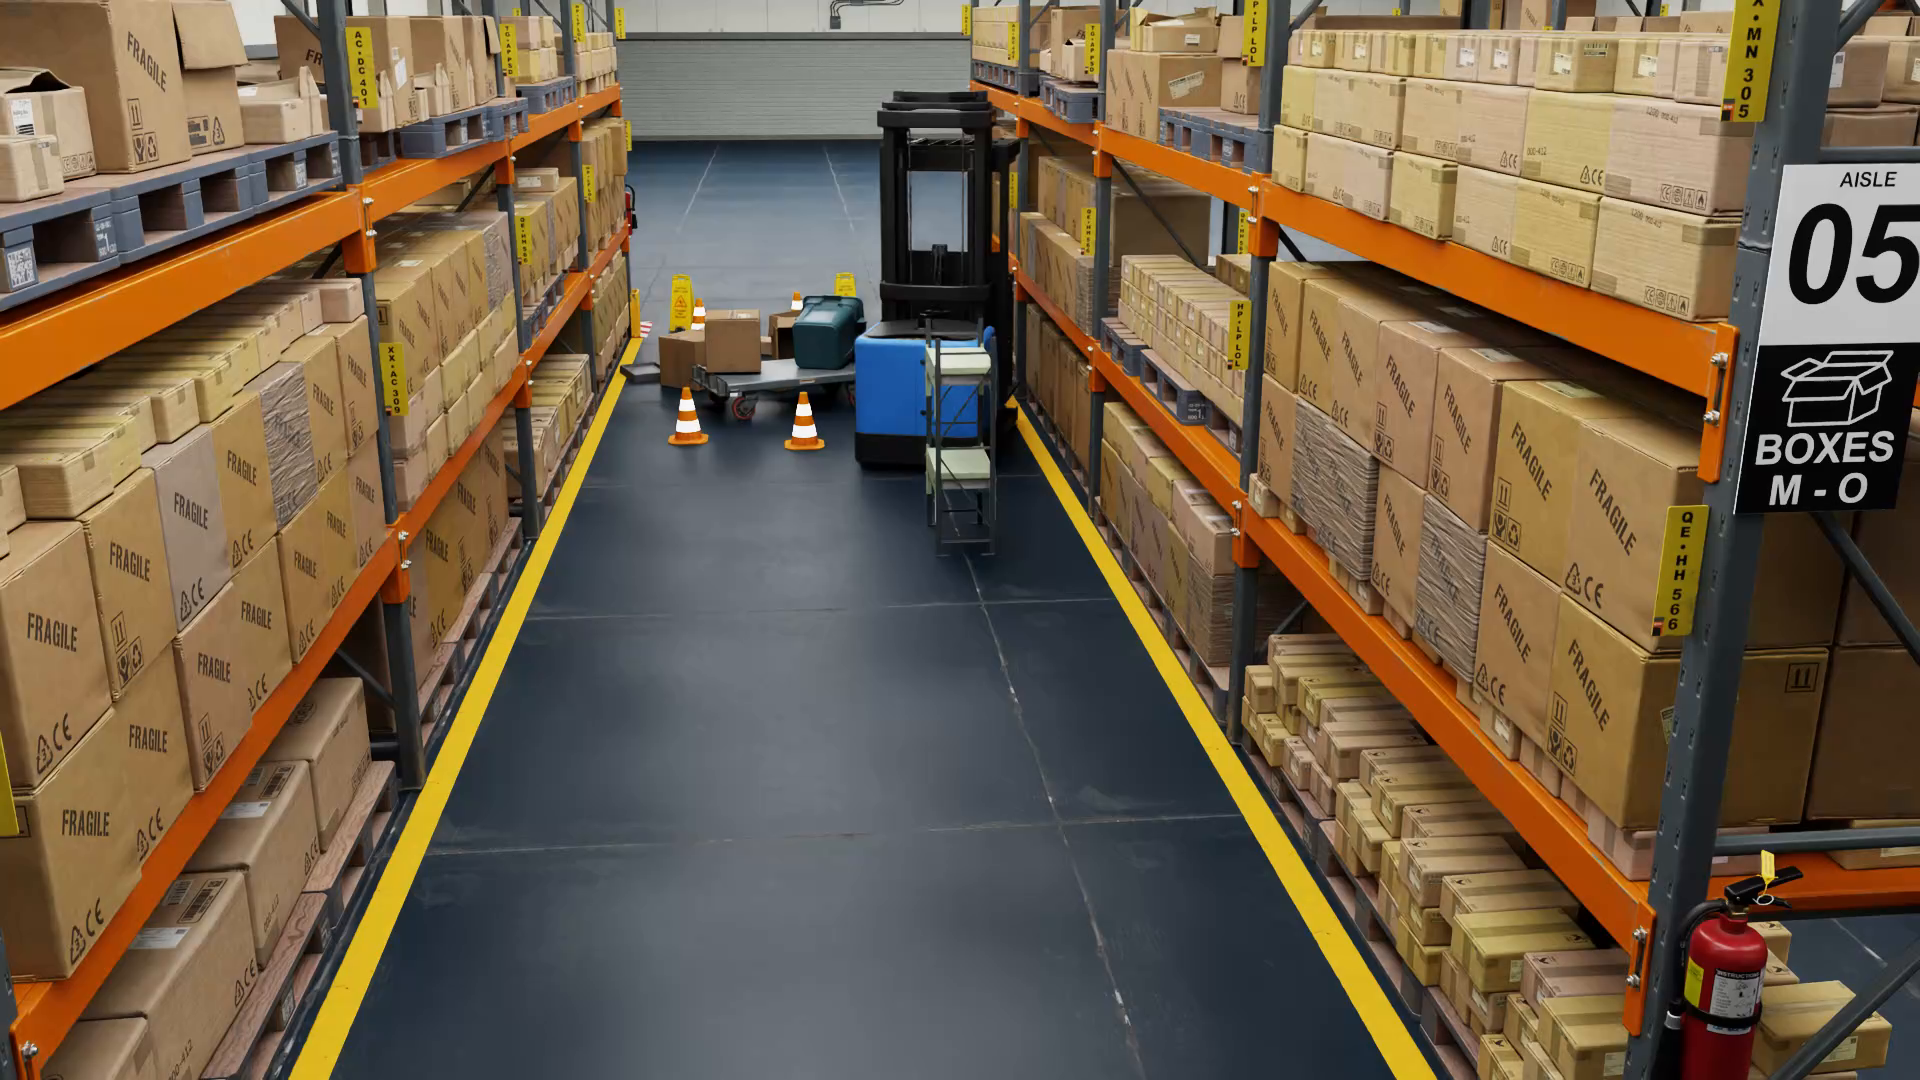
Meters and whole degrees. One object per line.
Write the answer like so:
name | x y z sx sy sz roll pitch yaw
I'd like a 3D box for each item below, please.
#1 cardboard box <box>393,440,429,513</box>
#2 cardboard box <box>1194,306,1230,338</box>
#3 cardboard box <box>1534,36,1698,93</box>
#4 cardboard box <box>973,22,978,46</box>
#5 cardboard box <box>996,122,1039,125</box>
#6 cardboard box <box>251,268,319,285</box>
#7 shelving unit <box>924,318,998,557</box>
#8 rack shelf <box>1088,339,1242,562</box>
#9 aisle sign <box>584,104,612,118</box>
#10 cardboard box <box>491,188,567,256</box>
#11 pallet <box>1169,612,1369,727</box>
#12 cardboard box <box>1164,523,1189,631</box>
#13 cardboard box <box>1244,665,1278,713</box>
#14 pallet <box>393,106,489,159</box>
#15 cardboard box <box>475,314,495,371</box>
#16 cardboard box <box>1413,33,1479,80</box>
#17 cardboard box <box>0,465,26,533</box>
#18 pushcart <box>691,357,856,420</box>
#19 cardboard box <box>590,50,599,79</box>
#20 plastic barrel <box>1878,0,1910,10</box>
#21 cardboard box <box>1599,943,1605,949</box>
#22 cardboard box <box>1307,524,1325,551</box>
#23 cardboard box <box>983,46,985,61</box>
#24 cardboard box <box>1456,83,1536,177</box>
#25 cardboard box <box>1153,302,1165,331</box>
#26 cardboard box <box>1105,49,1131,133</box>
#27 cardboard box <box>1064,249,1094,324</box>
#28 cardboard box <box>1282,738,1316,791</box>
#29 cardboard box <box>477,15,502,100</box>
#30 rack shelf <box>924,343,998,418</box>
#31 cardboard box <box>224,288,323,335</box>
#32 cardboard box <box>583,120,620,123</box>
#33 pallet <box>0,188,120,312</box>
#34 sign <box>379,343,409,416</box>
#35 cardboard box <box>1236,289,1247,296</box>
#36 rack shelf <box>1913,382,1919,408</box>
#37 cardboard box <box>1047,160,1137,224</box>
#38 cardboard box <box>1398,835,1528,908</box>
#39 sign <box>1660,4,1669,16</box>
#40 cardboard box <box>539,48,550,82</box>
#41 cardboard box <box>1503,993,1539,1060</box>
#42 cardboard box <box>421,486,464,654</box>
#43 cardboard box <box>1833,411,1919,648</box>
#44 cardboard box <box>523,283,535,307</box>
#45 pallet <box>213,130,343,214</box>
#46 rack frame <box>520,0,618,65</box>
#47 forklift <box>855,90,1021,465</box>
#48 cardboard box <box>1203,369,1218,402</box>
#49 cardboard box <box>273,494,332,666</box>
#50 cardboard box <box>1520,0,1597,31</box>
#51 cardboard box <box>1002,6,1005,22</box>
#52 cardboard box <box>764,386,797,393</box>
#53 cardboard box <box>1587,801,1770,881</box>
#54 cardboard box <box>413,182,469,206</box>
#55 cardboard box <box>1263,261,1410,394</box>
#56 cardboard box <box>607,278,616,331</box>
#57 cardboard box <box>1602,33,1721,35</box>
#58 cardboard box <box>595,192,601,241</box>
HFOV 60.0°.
cardboard box | -2.837 -0.309 7.904 0.500 0.250 0.500 -2 18 -7
cardboard box | 1.521 -1.211 9.252 0.380 0.149 0.250 -2 18 -7
cardboard box | 1.855 -1.339 4.677 0.380 0.149 0.250 -2 17 -5
cardboard box | 0.416 -5.597 18.377 0.500 0.250 0.500 -2 18 -6
cardboard box | 0.770 -4.314 18.356 0.875 0.550 0.550 -2 18 -6
cardboard box | -3.410 -1.045 8.163 0.500 0.500 0.500 -1 17 -5
shelving unit | -0.001 -0.718 11.459 0.431 1.500 0.755 -2 18 -6
rack shelf | 1.653 -0.677 10.027 1.077 0.370 4.000 -2 18 -6
aisle sign | -4.009 -5.084 18.524 0.394 0.787 0.004 -2 18 -6
cardboard box | -3.503 -2.583 13.531 0.500 0.500 0.500 -1 17 -4
pallet | 1.778 0.674 9.177 1.003 0.211 1.213 -2 18 -6
cardboard box | 1.480 0.202 9.497 0.500 0.500 0.500 -2 18 -7
cardboard box | 1.579 0.711 7.965 0.380 0.149 0.250 -1 17 -3
pallet | -3.229 -2.251 9.146 1.003 0.211 1.213 -1 17 -3
cardboard box | -3.034 -1.159 9.777 0.500 0.250 0.500 -2 18 -7
cardboard box | 1.776 -1.648 5.661 0.380 0.149 0.250 -2 18 -7
cardboard box | -2.500 -0.074 3.986 0.380 0.149 0.250 -1 17 -4
pushcart | -1.616 -1.459 15.695 1.648 0.377 0.936 -8 19 -25
cardboard box | -3.753 -4.569 15.968 0.500 0.250 0.500 -2 18 -5
plastic barrel | 10.669 -5.971 19.263 0.600 0.830 0.708 -2 18 -6
cardboard box | 2.478 1.532 5.847 0.380 0.149 0.250 -2 17 -5
cardboard box | 1.743 -0.058 7.272 0.380 0.149 0.250 -3 18 -8
cardboard box | 0.443 -5.146 17.604 0.380 0.149 0.250 -2 18 -5
cardboard box | 1.867 -1.265 5.107 0.500 0.250 0.500 -2 17 -5
cardboard box | 1.409 -1.379 10.283 0.380 0.149 0.250 -2 18 -6
cardboard box | 1.241 -2.917 10.785 0.500 0.500 0.500 -2 18 -6
cardboard box | 1.083 -1.938 12.677 0.500 0.500 0.500 -2 18 -6
cardboard box | 1.682 1.006 7.525 0.380 0.149 0.250 -2 18 -6
cardboard box | -3.277 -3.006 10.363 0.797 0.503 0.637 -3 18 -9
rack shelf | -0.001 -1.090 11.342 0.431 0.370 0.720 -2 18 -6
cardboard box | -2.786 -0.912 6.654 0.380 0.149 0.250 -1 17 -4
cardboard box | -3.977 -4.187 17.672 0.700 0.500 0.500 -2 18 -5
pallet | -2.728 -0.659 3.909 1.003 0.211 1.213 -2 18 -6
sign | -2.502 -0.710 7.353 0.100 0.325 0.005 -2 18 -6
cardboard box | 2.010 -1.548 10.821 0.380 0.149 0.250 -1 17 -4
rack shelf | 6.597 -0.800 10.419 1.077 0.370 4.000 -2 18 -6
cardboard box | 1.146 -3.032 14.490 0.700 0.500 0.500 -2 18 -7
cardboard box | 1.797 1.186 5.956 0.380 0.149 0.250 -1 17 -4
sign | 6.530 -4.815 15.478 0.100 0.325 0.005 -2 18 -6
cardboard box | -3.627 -3.864 13.520 0.500 0.250 0.500 -2 17 -5
cardboard box | 1.960 1.557 5.271 0.380 0.149 0.250 -2 18 -7
cardboard box | -3.298 0.121 9.130 0.875 0.875 0.875 -1 17 -4
cardboard box | 2.490 -0.041 4.468 0.500 0.500 0.500 -2 18 -6
cardboard box | -3.293 -1.784 12.071 0.380 0.149 0.250 -3 18 -9
pallet | -2.980 -1.386 6.225 1.003 0.211 1.213 -2 18 -6
rack frame | -4.291 -6.679 17.927 1.000 3.000 0.127 -2 18 -6
forklift | -0.083 -2.381 14.368 1.130 2.935 3.031 3 18 10
cardboard box | 1.545 -0.843 9.074 0.380 0.149 0.250 -3 18 -8
cardboard box | -2.627 0.144 6.045 0.500 0.500 0.500 -2 18 -6
cardboard box | 5.678 -4.916 15.824 0.500 0.500 0.500 -2 18 -7
cardboard box | 0.603 -5.071 16.035 0.380 0.149 0.250 -1 17 -5
cardboard box | -1.828 -1.629 16.424 0.396 0.266 0.258 16 24 42
cardboard box | 1.957 0.799 4.544 0.380 0.149 0.250 -2 18 -6
cardboard box | -3.916 -2.611 12.539 0.380 0.149 0.250 -3 18 -8
cardboard box | 1.664 -0.949 7.360 0.500 0.500 0.500 -1 17 -4
cardboard box | -3.790 -2.369 16.852 0.500 0.500 0.500 -1 17 -3
cardboard box | 2.334 -1.588 5.470 0.380 0.149 0.250 -1 17 -4
cardboard box | -3.722 -3.103 15.890 0.500 0.500 0.500 -2 18 -6
